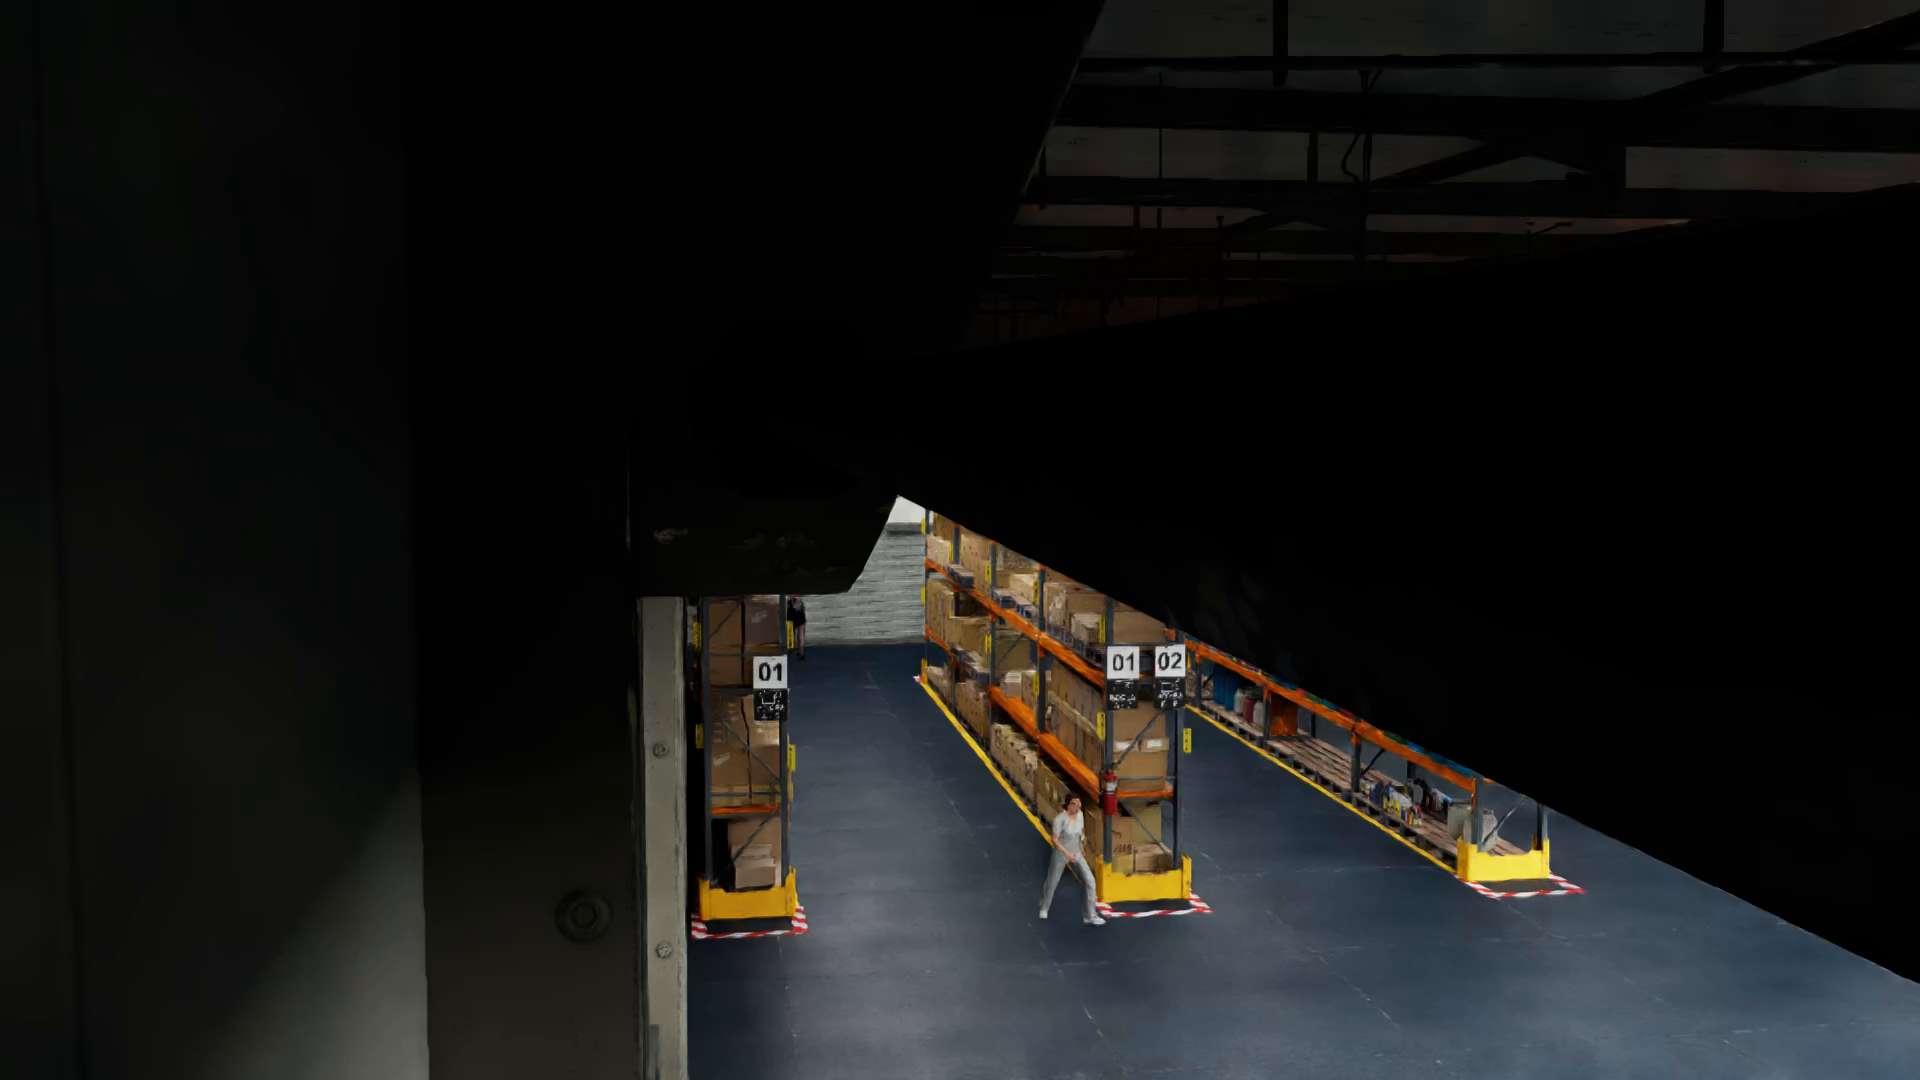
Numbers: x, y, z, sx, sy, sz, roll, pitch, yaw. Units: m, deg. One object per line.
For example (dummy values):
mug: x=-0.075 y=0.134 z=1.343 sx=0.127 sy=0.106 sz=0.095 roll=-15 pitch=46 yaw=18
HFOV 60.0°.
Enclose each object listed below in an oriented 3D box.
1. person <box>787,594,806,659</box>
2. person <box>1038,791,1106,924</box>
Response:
person: x=-3.946 y=2.001 z=39.782 sx=0.543 sy=1.648 sz=1.115 roll=-1 pitch=5 yaw=-7
person: x=1.296 y=3.768 z=19.901 sx=0.599 sy=1.603 sz=0.817 roll=-3 pitch=6 yaw=-26
